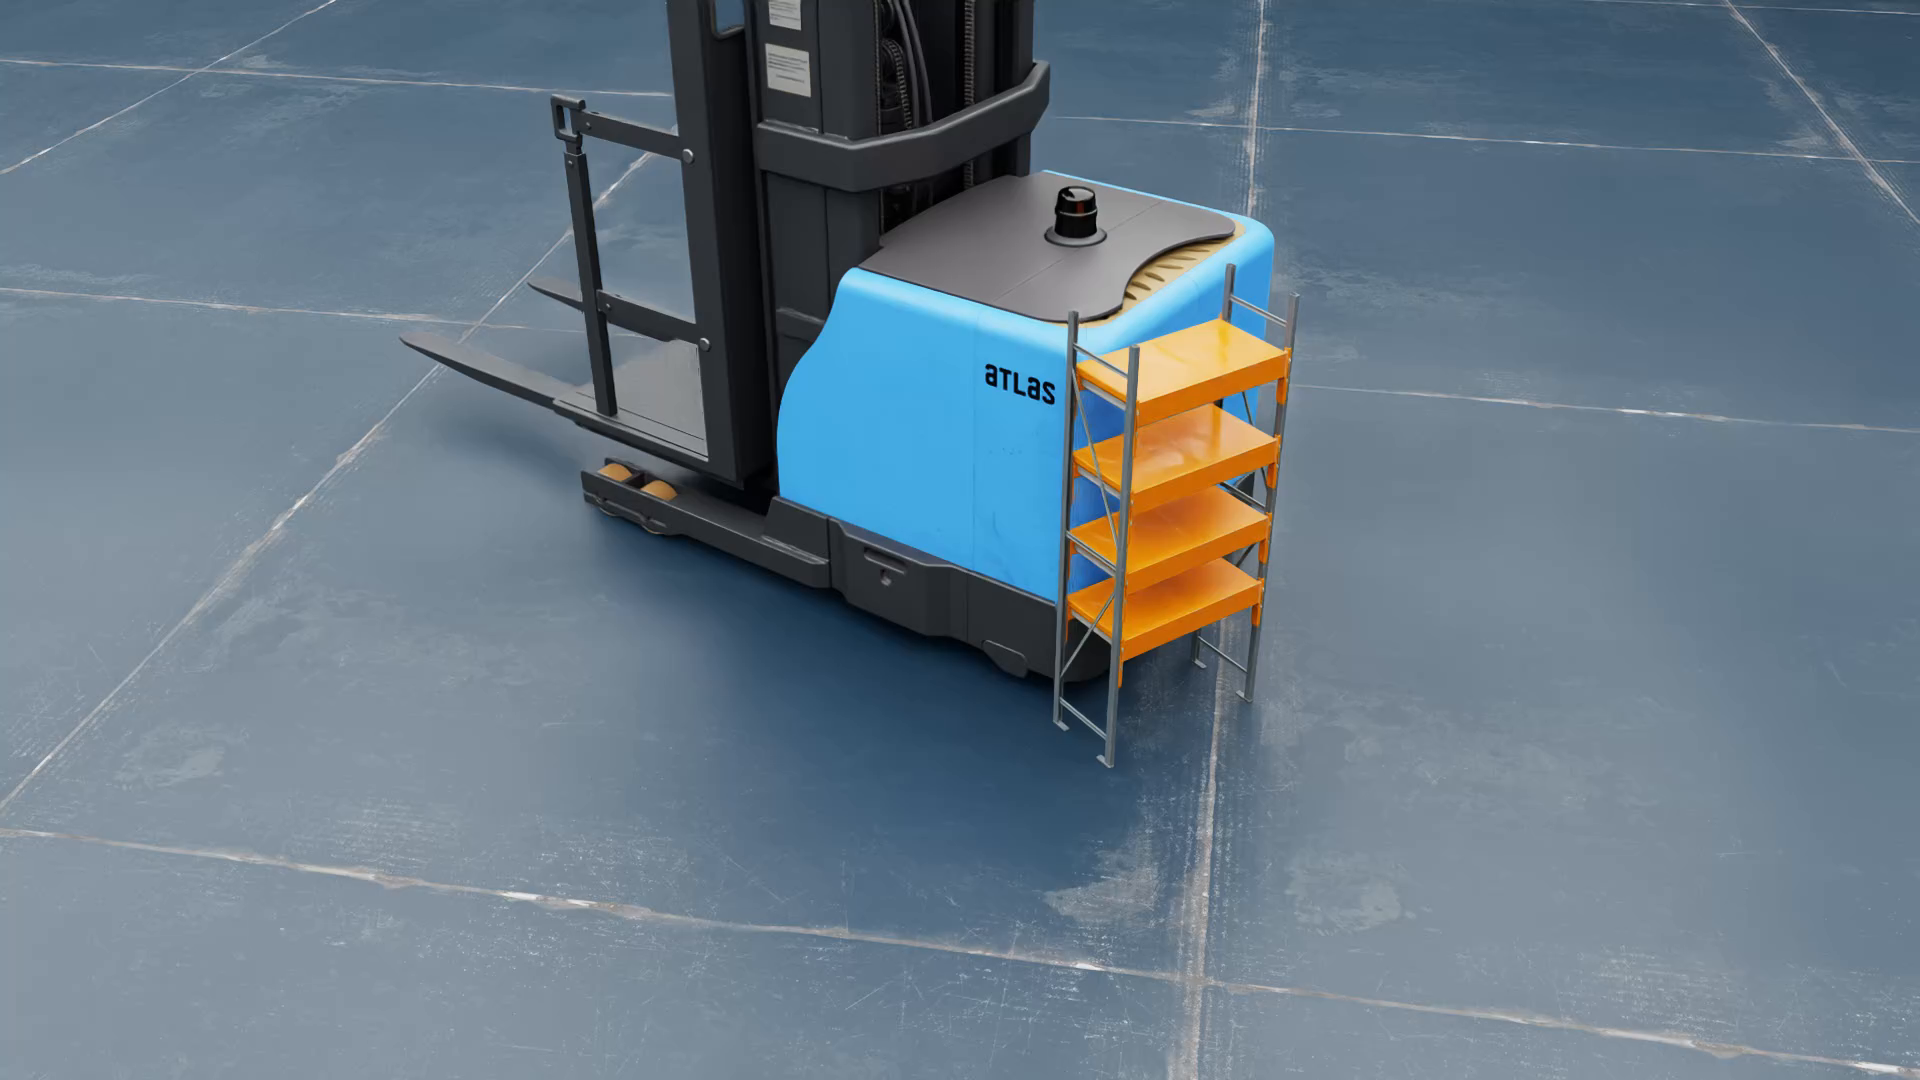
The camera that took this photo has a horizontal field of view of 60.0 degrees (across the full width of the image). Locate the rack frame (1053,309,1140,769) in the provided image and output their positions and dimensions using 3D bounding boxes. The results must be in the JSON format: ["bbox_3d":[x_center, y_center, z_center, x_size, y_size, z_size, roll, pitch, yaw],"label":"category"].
[{"bbox_3d":[0.324,0.031,4.070,0.015,1.200,0.240,-20,37,-29],"label":"rack frame"}]

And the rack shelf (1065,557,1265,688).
[{"bbox_3d":[0.525,0.182,4.329,0.480,0.148,0.258,-20,37,-29],"label":"rack shelf"}]

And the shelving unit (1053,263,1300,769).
[{"bbox_3d":[0.525,-0.043,4.188,0.503,1.200,0.258,-20,37,-29],"label":"shelving unit"}]

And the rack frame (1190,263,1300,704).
[{"bbox_3d":[0.725,-0.117,4.306,0.015,1.200,0.240,-20,37,-29],"label":"rack frame"}]

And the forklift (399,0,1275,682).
[{"bbox_3d":[-0.601,-1.467,4.831,3.031,2.935,1.130,21,38,29],"label":"forklift"}]

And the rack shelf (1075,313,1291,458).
[{"bbox_3d":[0.525,-0.376,3.980,0.480,0.148,0.258,-20,37,-29],"label":"rack shelf"}]

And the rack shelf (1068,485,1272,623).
[{"bbox_3d":[0.525,0.014,4.224,0.480,0.148,0.258,-20,37,-29],"label":"rack shelf"}]

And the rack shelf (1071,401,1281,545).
[{"bbox_3d":[0.525,-0.176,4.105,0.480,0.148,0.258,-20,37,-29],"label":"rack shelf"}]
